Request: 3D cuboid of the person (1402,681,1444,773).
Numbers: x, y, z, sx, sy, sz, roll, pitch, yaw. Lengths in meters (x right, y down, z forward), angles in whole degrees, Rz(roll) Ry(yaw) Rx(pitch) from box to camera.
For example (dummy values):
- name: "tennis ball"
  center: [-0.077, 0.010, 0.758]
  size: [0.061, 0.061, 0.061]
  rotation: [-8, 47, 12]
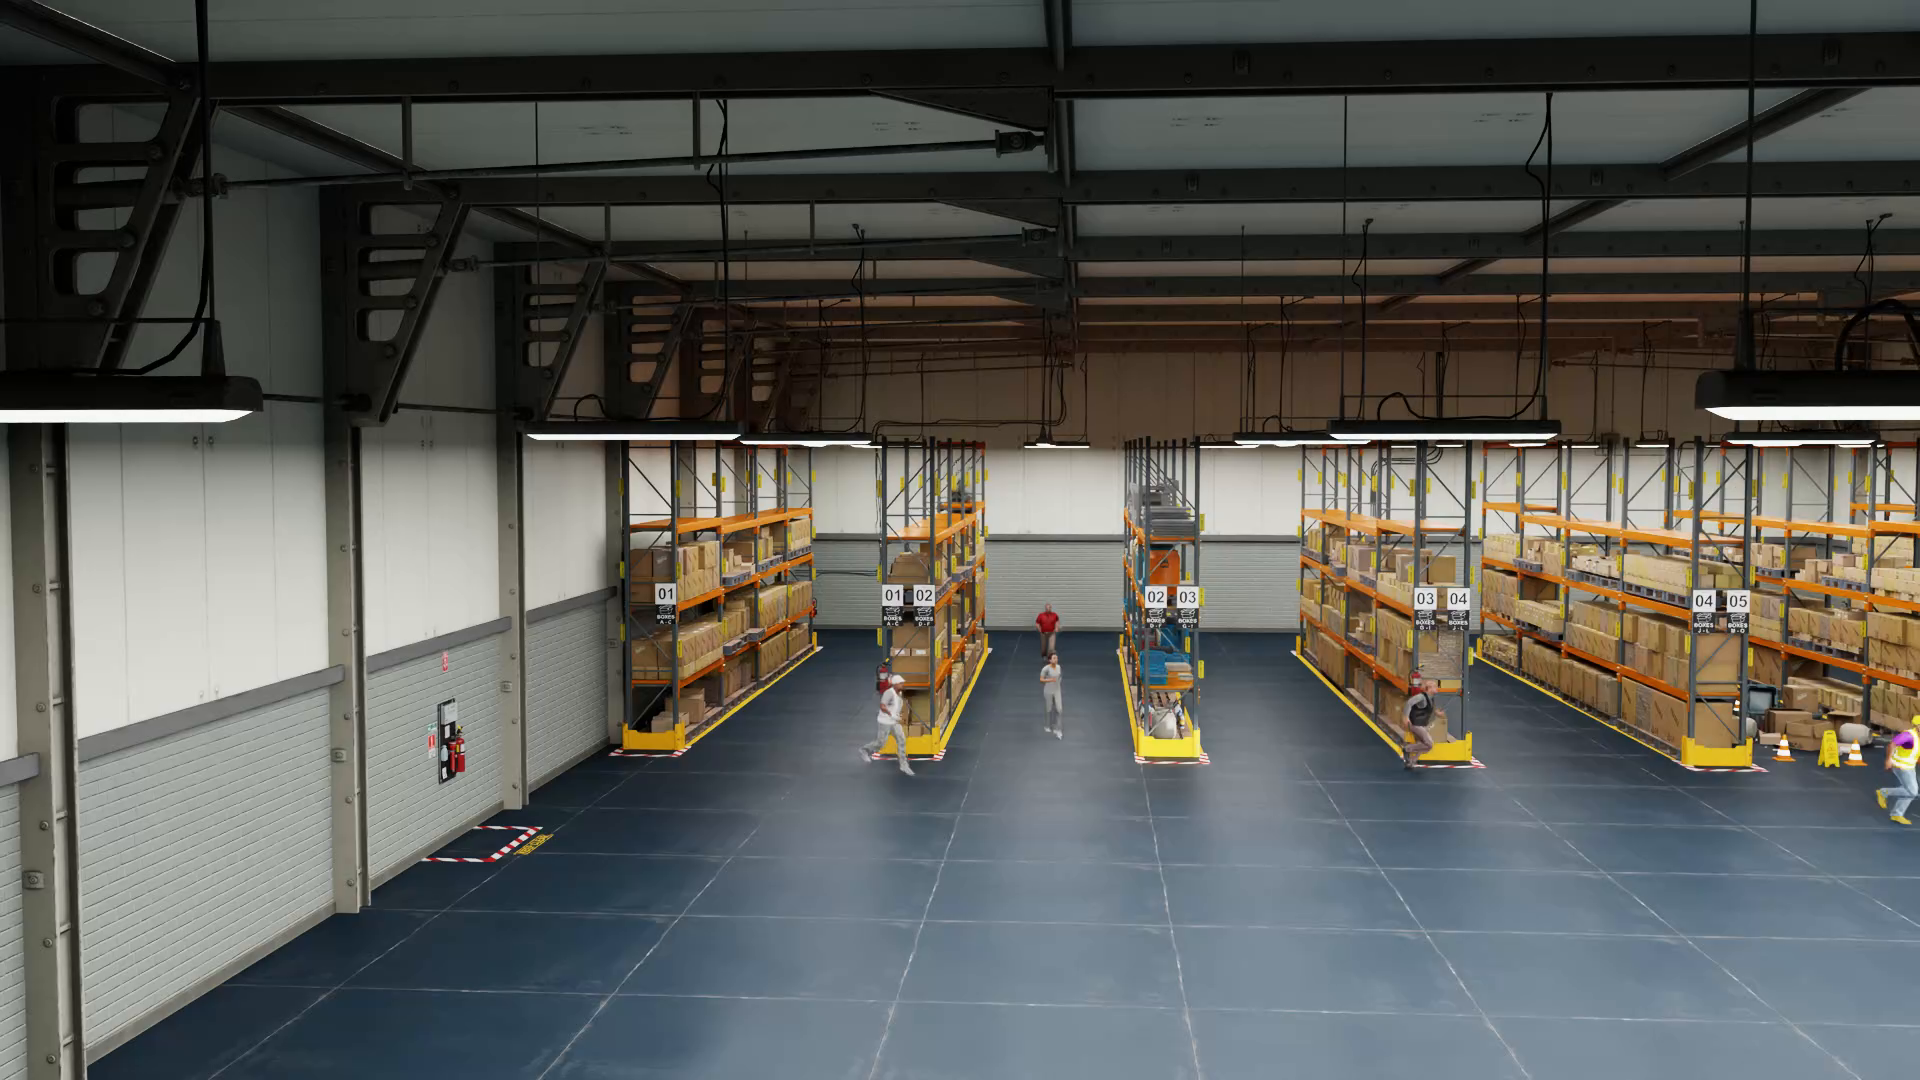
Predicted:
- name: "person"
  center: [8.230, 3.325, 29.569]
  size: [0.707, 1.648, 0.530]
  rotation: [2, 3, 28]

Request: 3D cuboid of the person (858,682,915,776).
- name: "person"
  center: [11.218, 2.197, 32.784]
  size: [20.300, 3.565, 18.085]
  rotation: [2, 3, 27]

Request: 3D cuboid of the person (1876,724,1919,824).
- name: "person"
  center: [14.566, 3.589, 25.641]
  size: [0.742, 1.561, 0.690]
  rotation: [3, 4, 44]

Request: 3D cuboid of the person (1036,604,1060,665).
- name: "person"
  center: [2.303, 2.525, 43.968]
  size: [0.620, 1.711, 0.897]
  rotation: [0, 3, -2]

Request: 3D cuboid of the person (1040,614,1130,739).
- name: "person"
  center: [3.056, 2.868, 37.935]
  size: [5.878, 1.731, 8.569]
  rotation: [-1, 3, -19]
